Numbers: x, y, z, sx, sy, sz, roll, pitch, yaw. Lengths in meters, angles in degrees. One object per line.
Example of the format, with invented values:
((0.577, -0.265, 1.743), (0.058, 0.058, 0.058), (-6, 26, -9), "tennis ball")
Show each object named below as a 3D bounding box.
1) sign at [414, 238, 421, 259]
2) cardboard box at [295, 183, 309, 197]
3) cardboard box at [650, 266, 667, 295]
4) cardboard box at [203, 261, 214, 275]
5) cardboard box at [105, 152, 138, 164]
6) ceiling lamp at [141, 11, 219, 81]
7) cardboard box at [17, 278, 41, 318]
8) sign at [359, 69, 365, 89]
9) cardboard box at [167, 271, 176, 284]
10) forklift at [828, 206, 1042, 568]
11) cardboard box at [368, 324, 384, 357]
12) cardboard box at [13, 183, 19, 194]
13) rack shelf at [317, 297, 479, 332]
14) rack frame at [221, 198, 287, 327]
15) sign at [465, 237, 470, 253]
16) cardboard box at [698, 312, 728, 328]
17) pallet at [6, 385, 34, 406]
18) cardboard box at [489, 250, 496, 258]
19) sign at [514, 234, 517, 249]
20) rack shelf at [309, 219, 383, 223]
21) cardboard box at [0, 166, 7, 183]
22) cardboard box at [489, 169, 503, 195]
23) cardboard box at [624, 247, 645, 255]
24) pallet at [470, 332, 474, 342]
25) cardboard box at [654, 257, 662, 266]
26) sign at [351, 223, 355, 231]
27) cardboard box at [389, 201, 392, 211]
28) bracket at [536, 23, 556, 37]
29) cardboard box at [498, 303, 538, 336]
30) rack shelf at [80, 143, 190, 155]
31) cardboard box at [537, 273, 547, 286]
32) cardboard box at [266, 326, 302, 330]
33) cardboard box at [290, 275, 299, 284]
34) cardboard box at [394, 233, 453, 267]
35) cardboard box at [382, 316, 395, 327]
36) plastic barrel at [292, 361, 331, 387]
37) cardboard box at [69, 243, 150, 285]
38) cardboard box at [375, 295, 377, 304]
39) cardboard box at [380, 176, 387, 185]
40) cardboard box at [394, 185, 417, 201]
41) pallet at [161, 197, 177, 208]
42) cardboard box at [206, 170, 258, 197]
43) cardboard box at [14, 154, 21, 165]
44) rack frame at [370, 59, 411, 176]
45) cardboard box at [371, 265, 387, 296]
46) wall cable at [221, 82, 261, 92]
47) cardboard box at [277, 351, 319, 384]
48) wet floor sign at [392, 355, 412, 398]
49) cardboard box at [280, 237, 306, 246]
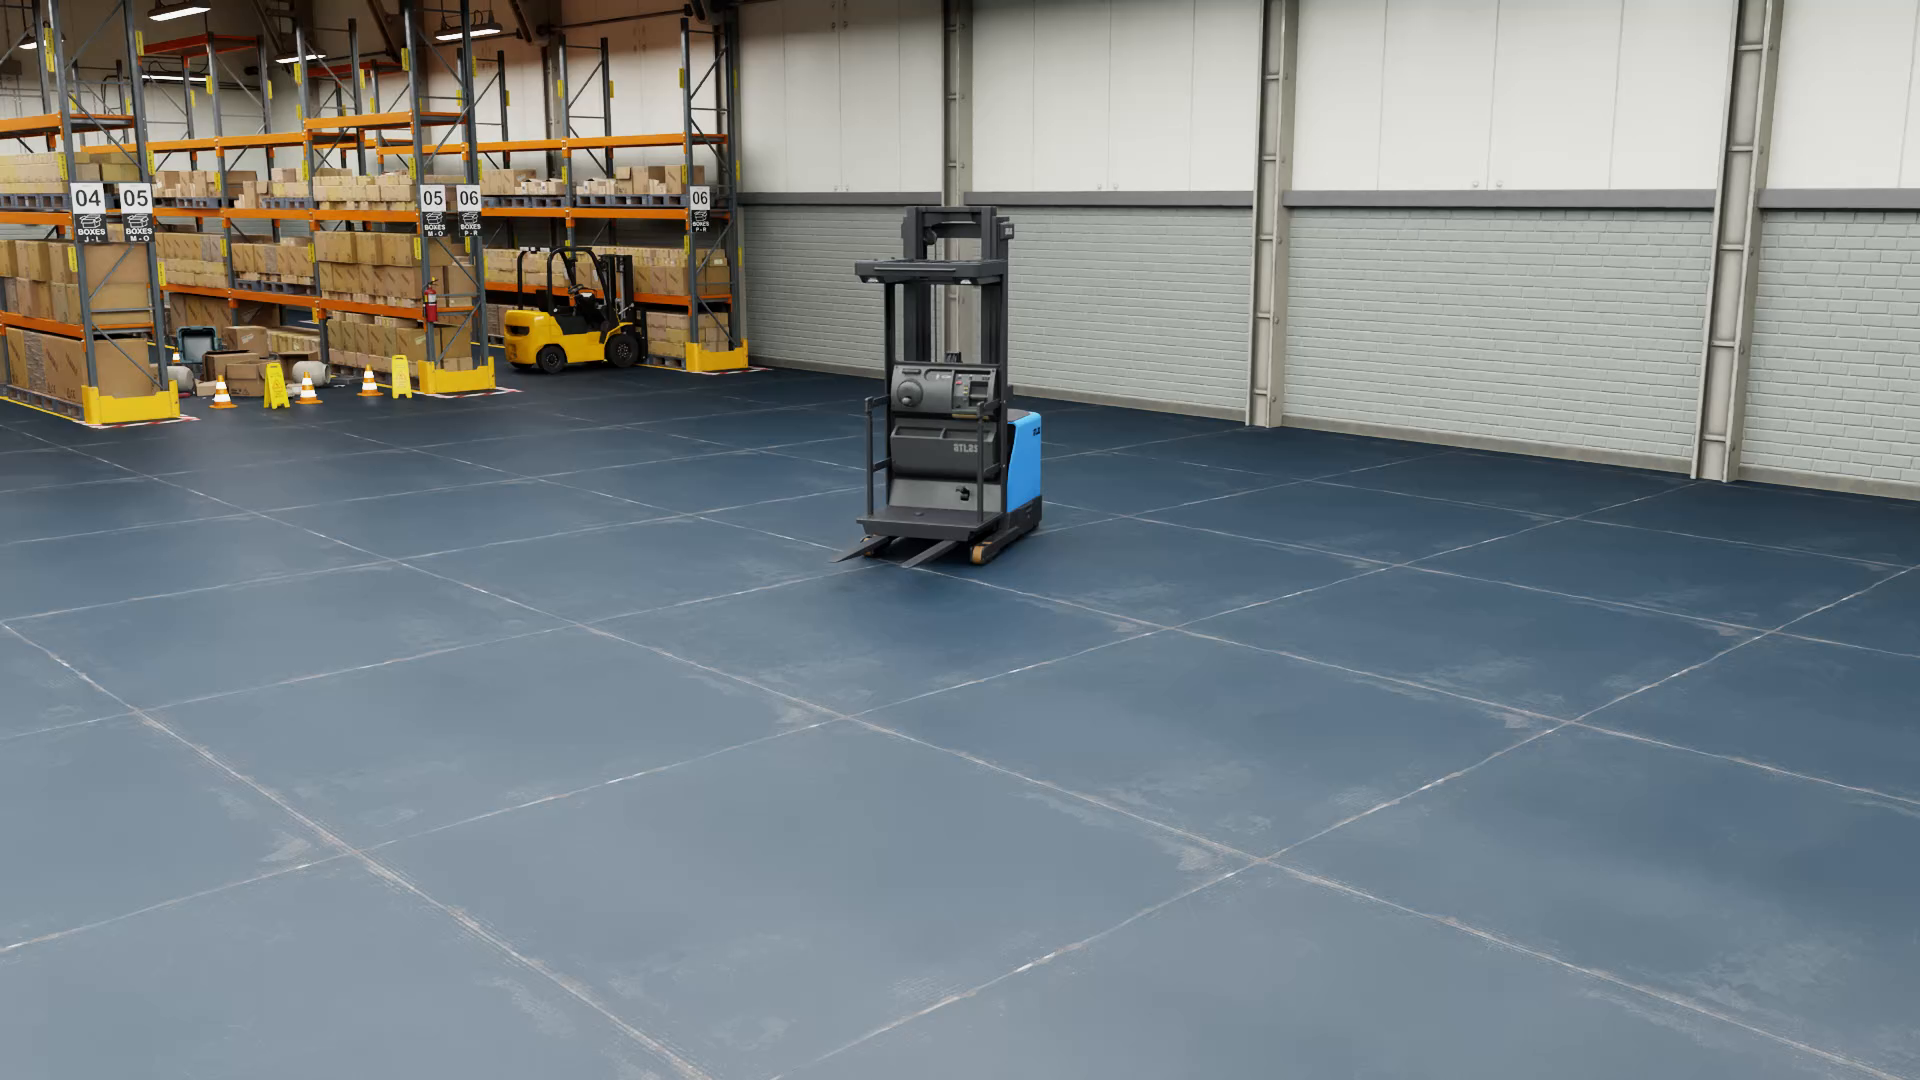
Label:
((-8.364, -4.495, 25.641), (0.100, 0.325, 0.005), (-11, 16, -43), "sign")
((-11.219, -6.097, 28.970), (0.500, 0.250, 0.500), (-11, 16, -44), "cardboard box")
((-5.242, -4.701, 30.046), (0.500, 0.500, 0.500), (-10, 15, -41), "cardboard box")
((-14.348, -5.296, 32.315), (0.500, 0.250, 0.500), (11, 16, 44), "cardboard box")
((-11.459, -5.227, 22.773), (0.380, 0.149, 0.250), (-11, 16, -42), "cardboard box")
((-18.945, -12.738, 39.975), (2.000, 3.185, 0.800), (-11, 16, -43), "ceiling lamp")
((-13.274, -3.575, 24.460), (0.875, 0.550, 0.550), (-11, 16, -43), "cardboard box")
((-10.305, -7.938, 28.631), (0.100, 0.325, 0.005), (-11, 16, -43), "sign")
((-15.764, -5.349, 33.811), (0.500, 0.250, 0.500), (11, 16, 44), "cardboard box")
((-0.210, -1.316, 14.033), (1.130, 2.935, 3.031), (4, 12, 19), "forklift")
((-9.396, -3.304, 27.431), (0.500, 0.500, 0.500), (11, 16, 44), "cardboard box")
((-13.335, -5.041, 23.846), (0.380, 0.149, 0.250), (-11, 16, -43), "cardboard box")
((-9.329, -3.787, 27.640), (1.077, 0.370, 4.000), (-11, 16, -43), "rack shelf")
((-13.473, -5.015, 31.818), (1.000, 3.000, 0.127), (-11, 16, -43), "rack frame")
((-10.271, -6.158, 34.695), (0.100, 0.325, 0.005), (-11, 16, -43), "sign")
((-4.556, -3.985, 30.114), (0.500, 0.250, 0.500), (-11, 16, -43), "cardboard box")
((-13.752, -2.239, 25.255), (1.003, 0.211, 1.213), (-11, 16, -43), "pallet")
((-9.497, -5.913, 34.324), (0.380, 0.149, 0.250), (-10, 16, -41), "cardboard box")
((-9.486, -6.352, 35.439), (0.100, 0.325, 0.005), (-11, 16, -43), "sign")
((-14.029, -7.699, 39.198), (1.077, 0.370, 4.000), (-11, 16, -43), "rack shelf")
((-13.736, -5.339, 24.303), (0.500, 0.250, 0.500), (-11, 16, -43), "cardboard box")
((-9.141, -7.280, 33.845), (0.700, 0.500, 0.500), (-11, 16, -44), "cardboard box")
((-5.986, -5.337, 30.789), (0.380, 0.149, 0.250), (-11, 16, -42), "cardboard box")
((-10.374, -4.455, 36.014), (1.003, 0.211, 1.213), (-11, 16, -43), "pallet")
((-5.299, -5.035, 30.061), (0.380, 0.149, 0.250), (-11, 16, -43), "cardboard box")
((-14.995, -7.671, 41.057), (0.100, 0.325, 0.005), (-11, 16, -43), "sign")
((-8.878, -5.328, 26.527), (0.380, 0.149, 0.250), (-11, 16, -42), "cardboard box")
((-8.303, -10.233, 33.361), (0.235, 0.232, 0.430), (-11, 16, -43), "bracket")
((-9.008, -4.562, 34.467), (0.875, 0.625, 0.625), (-10, 15, -41), "cardboard box")
((-17.616, -8.280, 35.576), (1.077, 0.370, 4.000), (-11, 16, -43), "rack shelf")
((-8.012, -5.159, 32.892), (0.500, 0.250, 0.500), (-11, 16, -43), "cardboard box")
((-13.090, -3.849, 31.634), (0.625, 0.372, 0.950), (10, 16, 41), "cardboard box")
((-11.639, -4.624, 29.502), (0.380, 0.149, 0.250), (-11, 16, -43), "cardboard box")
((-8.459, -4.576, 26.224), (0.500, 0.500, 0.700), (11, 16, 44), "cardboard box")
((-9.164, -3.553, 27.031), (0.380, 0.149, 0.250), (-11, 16, -42), "cardboard box")
((-10.470, -2.676, 26.850), (0.512, 0.421, 0.421), (-1, 12, -4), "plastic barrel")
((-11.687, -3.805, 22.896), (0.875, 0.550, 0.550), (-11, 16, -43), "cardboard box")
((-9.403, -3.975, 27.393), (0.380, 0.149, 0.250), (-11, 16, -43), "cardboard box")
((-9.037, -5.751, 26.603), (0.380, 0.149, 0.250), (-11, 16, -43), "cardboard box")
((-8.497, -5.426, 26.014), (0.500, 0.250, 0.500), (-11, 16, -43), "cardboard box")
((-15.566, -6.847, 33.752), (1.217, 0.209, 0.805), (11, 16, 43), "pallet")
((-13.842, -6.774, 31.628), (0.637, 0.503, 0.797), (11, 16, 42), "cardboard box")
((-13.165, -5.395, 23.589), (0.380, 0.149, 0.250), (-11, 16, -43), "cardboard box")
((-12.648, -9.229, 37.406), (1.000, 3.000, 0.127), (-11, 16, -43), "rack frame")
((-9.208, -4.230, 27.024), (0.500, 0.500, 0.500), (-11, 16, -43), "cardboard box")
((-18.382, -13.539, 44.542), (2.988, 3.039, 0.133), (-11, 16, -43), "wall cable")
((-10.955, -2.862, 27.557), (0.500, 0.500, 0.500), (-1, 12, -4), "cardboard box")
((-8.591, -2.517, 25.530), (0.267, 0.644, 0.232), (-5, 13, -23), "wet floor sign")
((-11.884, -5.320, 29.669), (0.250, 0.149, 0.380), (11, 16, 43), "cardboard box")
